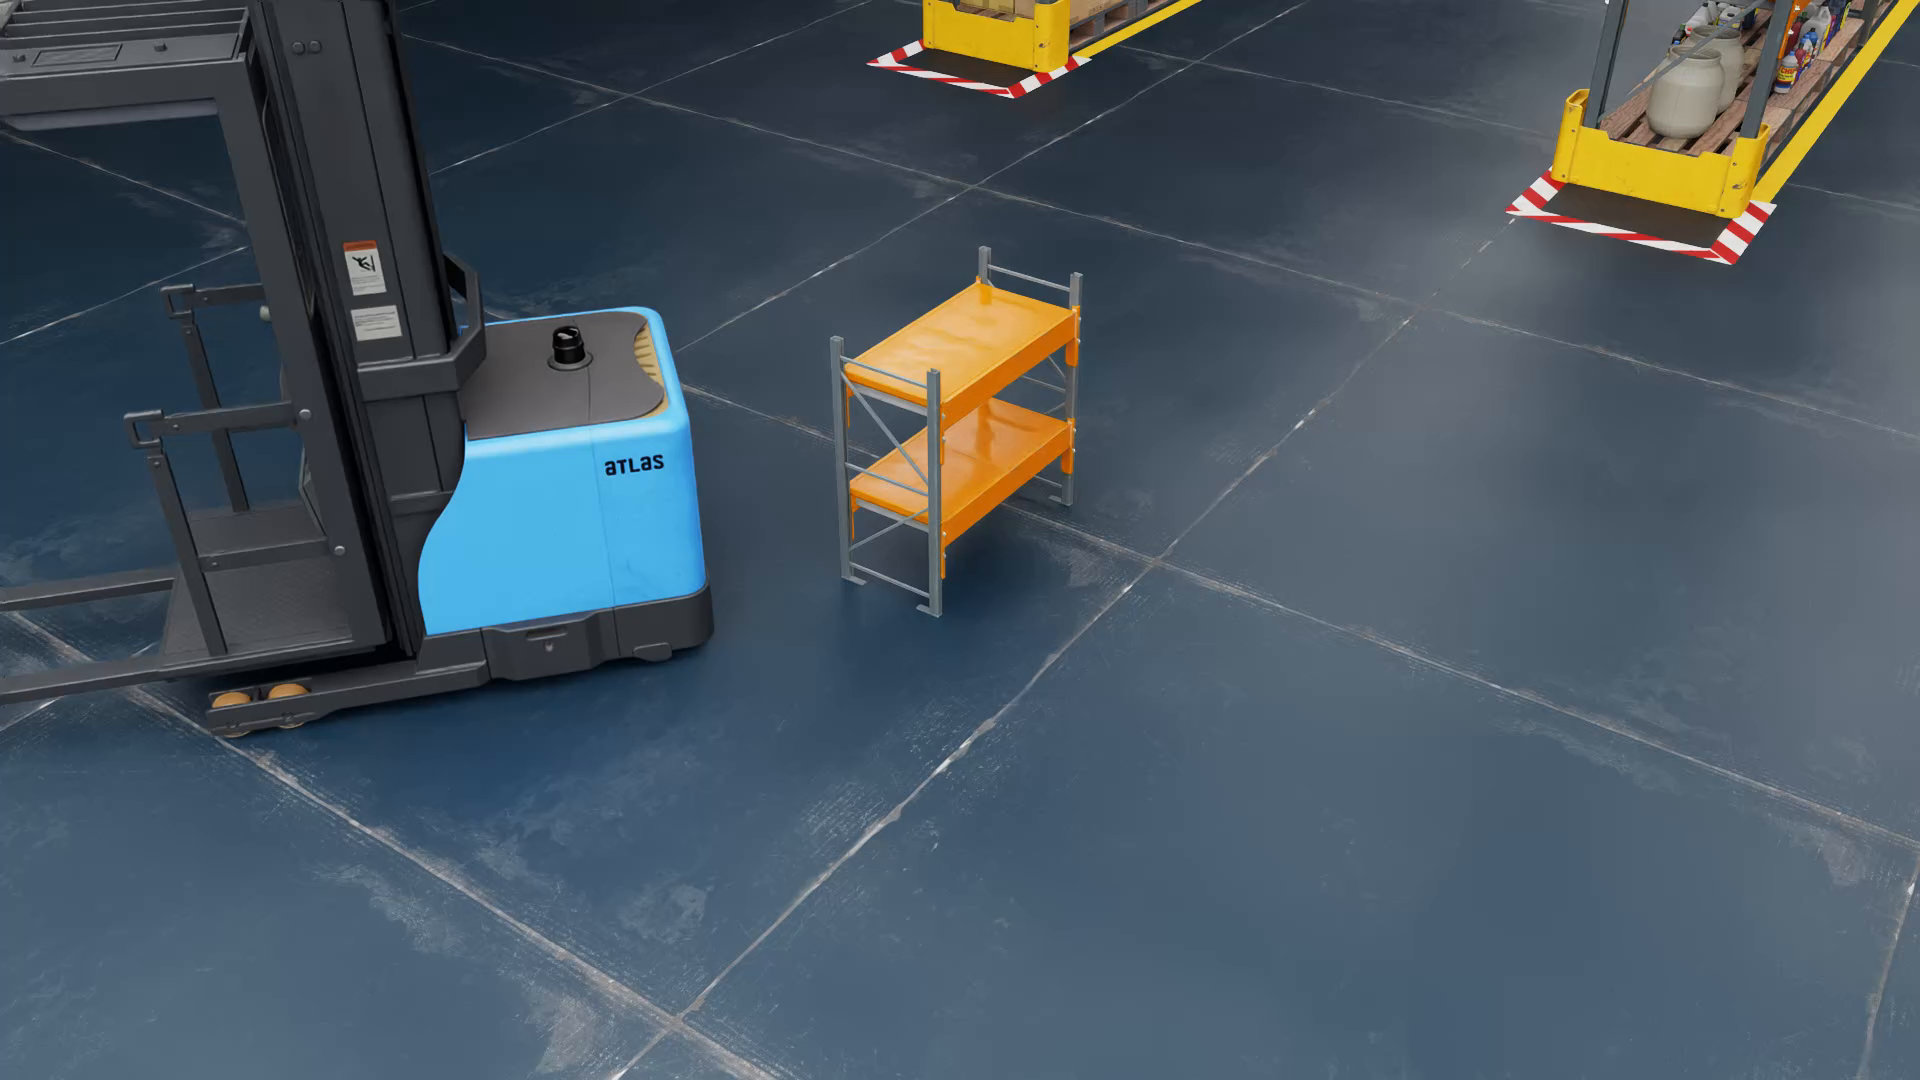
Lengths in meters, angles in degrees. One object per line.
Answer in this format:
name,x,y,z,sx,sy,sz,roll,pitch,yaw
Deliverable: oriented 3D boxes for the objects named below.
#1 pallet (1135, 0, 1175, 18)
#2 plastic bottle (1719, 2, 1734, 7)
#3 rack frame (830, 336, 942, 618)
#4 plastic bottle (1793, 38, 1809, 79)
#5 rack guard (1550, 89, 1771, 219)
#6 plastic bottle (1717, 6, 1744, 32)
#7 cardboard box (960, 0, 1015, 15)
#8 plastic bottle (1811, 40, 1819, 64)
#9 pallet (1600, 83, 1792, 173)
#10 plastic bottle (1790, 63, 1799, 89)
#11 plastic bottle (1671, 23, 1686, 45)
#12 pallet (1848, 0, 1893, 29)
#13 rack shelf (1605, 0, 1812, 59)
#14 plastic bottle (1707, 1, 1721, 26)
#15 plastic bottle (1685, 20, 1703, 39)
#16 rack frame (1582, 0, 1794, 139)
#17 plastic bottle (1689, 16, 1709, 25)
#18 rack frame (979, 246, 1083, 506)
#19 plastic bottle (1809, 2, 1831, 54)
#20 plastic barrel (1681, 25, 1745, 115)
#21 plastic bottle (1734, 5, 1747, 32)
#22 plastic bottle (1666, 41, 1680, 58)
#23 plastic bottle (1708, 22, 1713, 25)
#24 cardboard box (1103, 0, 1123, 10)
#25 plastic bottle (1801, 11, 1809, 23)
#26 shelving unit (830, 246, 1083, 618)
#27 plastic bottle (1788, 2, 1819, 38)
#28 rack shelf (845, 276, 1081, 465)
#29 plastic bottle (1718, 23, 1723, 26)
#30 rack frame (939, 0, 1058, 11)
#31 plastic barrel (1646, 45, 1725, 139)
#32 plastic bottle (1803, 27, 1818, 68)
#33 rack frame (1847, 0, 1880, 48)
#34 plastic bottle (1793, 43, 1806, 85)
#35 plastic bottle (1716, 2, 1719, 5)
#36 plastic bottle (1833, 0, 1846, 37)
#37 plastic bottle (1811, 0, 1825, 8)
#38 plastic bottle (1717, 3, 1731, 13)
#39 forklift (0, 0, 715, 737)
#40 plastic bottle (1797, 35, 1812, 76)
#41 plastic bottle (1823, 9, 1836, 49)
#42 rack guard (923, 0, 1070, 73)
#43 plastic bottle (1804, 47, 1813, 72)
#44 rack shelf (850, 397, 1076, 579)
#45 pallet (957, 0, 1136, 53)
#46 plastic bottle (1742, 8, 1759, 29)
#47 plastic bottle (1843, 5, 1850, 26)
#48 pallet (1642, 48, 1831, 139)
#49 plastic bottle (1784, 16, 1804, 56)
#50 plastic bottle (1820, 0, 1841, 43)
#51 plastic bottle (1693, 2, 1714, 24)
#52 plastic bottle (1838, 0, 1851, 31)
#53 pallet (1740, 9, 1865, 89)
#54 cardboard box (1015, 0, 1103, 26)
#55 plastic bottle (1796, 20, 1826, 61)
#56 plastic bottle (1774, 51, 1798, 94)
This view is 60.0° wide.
pallet,1.378,-4.760,14.100,1.003,0.211,1.213,21,39,28
plastic bottle,5.719,-4.006,12.468,0.144,0.351,0.185,20,39,26
rack frame,-0.286,-0.235,6.594,0.500,1.125,0.032,21,39,28
plastic bottle,5.833,-3.351,11.570,0.097,0.271,0.097,0,34,0
rack guard,4.352,-2.421,10.383,1.175,0.500,0.348,21,39,28
plastic bottle,5.613,-3.744,12.147,0.152,0.276,0.135,21,39,28
cardboard box,0.343,-4.366,13.109,0.500,0.250,0.500,21,39,28
plastic bottle,6.063,-3.508,11.865,0.097,0.201,0.097,0,34,0
pallet,4.820,-2.673,11.015,1.003,0.211,1.213,21,39,28
plastic bottle,5.696,-3.212,11.427,0.097,0.201,0.097,0,34,0
plastic bottle,5.086,-3.508,11.792,0.061,0.283,0.133,22,40,29
pallet,7.044,-4.466,13.665,1.003,0.211,1.213,21,39,28
rack shelf,5.488,-4.029,11.172,1.077,0.370,4.000,21,39,28
plastic bottle,5.477,-3.811,12.179,0.144,0.351,0.185,21,39,28
plastic bottle,5.201,-3.553,11.864,0.152,0.276,0.135,22,40,29
rack frame,4.347,-3.406,9.609,1.000,3.000,0.127,21,39,28
plastic bottle,5.280,-3.617,11.959,0.152,0.276,0.135,20,39,27
rack frame,0.294,-0.703,7.285,0.500,1.125,0.032,21,39,28
plastic bottle,6.204,-3.707,12.025,0.144,0.351,0.185,21,39,28
plastic barrel,4.946,-3.108,11.014,0.421,0.512,0.421,0,34,0
plastic bottle,5.843,-3.955,12.463,0.097,0.271,0.097,0,34,0
plastic bottle,5.034,-3.415,11.727,0.097,0.201,0.097,0,34,0
plastic bottle,5.288,-3.522,11.813,0.061,0.283,0.133,21,39,28
cardboard box,1.051,-4.432,13.206,0.500,0.250,0.500,21,39,28
plastic bottle,6.105,-3.700,12.075,0.061,0.283,0.133,21,39,28
shelving unit,0.004,-0.469,6.939,0.538,1.125,1.048,21,39,28
plastic bottle,6.252,-3.860,12.319,0.152,0.276,0.135,21,39,28
rack shelf,0.004,-0.712,6.776,0.538,0.278,1.000,21,39,28
plastic bottle,5.495,-3.645,12.067,0.097,0.201,0.097,0,34,0
rack frame,0.280,-4.990,11.951,1.000,3.000,0.127,21,39,28
plastic barrel,4.660,-2.877,10.673,0.421,0.512,0.421,0,34,0
plastic bottle,6.005,-3.490,11.776,0.097,0.271,0.097,0,34,0
rack frame,6.628,-5.247,12.331,1.000,3.000,0.127,21,39,28
plastic bottle,5.781,-3.297,11.479,0.061,0.283,0.133,22,40,29
plastic bottle,5.591,-3.916,12.395,0.061,0.283,0.133,23,40,30
plastic bottle,6.498,-3.944,12.376,0.144,0.351,0.185,20,39,27
plastic bottle,6.379,-3.990,12.444,0.144,0.351,0.185,21,39,28
plastic bottle,5.666,-3.894,12.373,0.097,0.271,0.097,0,34,0
forklift,-2.548,-0.812,5.835,3.031,2.935,1.130,-9,35,-13
plastic bottle,5.890,-3.397,11.638,0.097,0.271,0.097,0,34,0
plastic bottle,6.330,-3.739,12.134,0.061,0.283,0.133,24,41,31
rack guard,0.267,-3.944,12.635,1.175,0.500,0.348,21,39,28
plastic bottle,5.946,-3.414,11.725,0.097,0.201,0.097,0,34,0
rack shelf,0.004,-0.267,7.076,0.538,0.278,1.000,21,39,28
pallet,0.682,-4.200,13.273,1.003,0.211,1.213,21,39,28
plastic bottle,5.945,-4.047,12.529,0.144,0.351,0.185,21,39,28
plastic bottle,6.677,-4.004,12.598,0.097,0.201,0.097,0,34,0
pallet,5.516,-3.232,11.841,1.003,0.211,1.213,21,39,28
plastic bottle,6.020,-3.639,11.985,0.061,0.283,0.133,21,39,28
plastic bottle,6.388,-3.855,12.245,0.144,0.351,0.185,19,39,26
plastic bottle,5.371,-3.725,12.053,0.144,0.351,0.185,23,40,30
plastic bottle,6.625,-3.977,12.486,0.061,0.283,0.133,23,41,30
pallet,6.211,-3.796,12.675,1.003,0.211,1.213,21,39,28
cardboard box,0.769,-4.201,12.864,0.500,0.250,0.500,21,39,28
plastic bottle,6.108,-3.602,11.938,0.152,0.276,0.135,22,40,29
plastic bottle,5.637,-3.193,11.337,0.097,0.271,0.097,0,34,0
